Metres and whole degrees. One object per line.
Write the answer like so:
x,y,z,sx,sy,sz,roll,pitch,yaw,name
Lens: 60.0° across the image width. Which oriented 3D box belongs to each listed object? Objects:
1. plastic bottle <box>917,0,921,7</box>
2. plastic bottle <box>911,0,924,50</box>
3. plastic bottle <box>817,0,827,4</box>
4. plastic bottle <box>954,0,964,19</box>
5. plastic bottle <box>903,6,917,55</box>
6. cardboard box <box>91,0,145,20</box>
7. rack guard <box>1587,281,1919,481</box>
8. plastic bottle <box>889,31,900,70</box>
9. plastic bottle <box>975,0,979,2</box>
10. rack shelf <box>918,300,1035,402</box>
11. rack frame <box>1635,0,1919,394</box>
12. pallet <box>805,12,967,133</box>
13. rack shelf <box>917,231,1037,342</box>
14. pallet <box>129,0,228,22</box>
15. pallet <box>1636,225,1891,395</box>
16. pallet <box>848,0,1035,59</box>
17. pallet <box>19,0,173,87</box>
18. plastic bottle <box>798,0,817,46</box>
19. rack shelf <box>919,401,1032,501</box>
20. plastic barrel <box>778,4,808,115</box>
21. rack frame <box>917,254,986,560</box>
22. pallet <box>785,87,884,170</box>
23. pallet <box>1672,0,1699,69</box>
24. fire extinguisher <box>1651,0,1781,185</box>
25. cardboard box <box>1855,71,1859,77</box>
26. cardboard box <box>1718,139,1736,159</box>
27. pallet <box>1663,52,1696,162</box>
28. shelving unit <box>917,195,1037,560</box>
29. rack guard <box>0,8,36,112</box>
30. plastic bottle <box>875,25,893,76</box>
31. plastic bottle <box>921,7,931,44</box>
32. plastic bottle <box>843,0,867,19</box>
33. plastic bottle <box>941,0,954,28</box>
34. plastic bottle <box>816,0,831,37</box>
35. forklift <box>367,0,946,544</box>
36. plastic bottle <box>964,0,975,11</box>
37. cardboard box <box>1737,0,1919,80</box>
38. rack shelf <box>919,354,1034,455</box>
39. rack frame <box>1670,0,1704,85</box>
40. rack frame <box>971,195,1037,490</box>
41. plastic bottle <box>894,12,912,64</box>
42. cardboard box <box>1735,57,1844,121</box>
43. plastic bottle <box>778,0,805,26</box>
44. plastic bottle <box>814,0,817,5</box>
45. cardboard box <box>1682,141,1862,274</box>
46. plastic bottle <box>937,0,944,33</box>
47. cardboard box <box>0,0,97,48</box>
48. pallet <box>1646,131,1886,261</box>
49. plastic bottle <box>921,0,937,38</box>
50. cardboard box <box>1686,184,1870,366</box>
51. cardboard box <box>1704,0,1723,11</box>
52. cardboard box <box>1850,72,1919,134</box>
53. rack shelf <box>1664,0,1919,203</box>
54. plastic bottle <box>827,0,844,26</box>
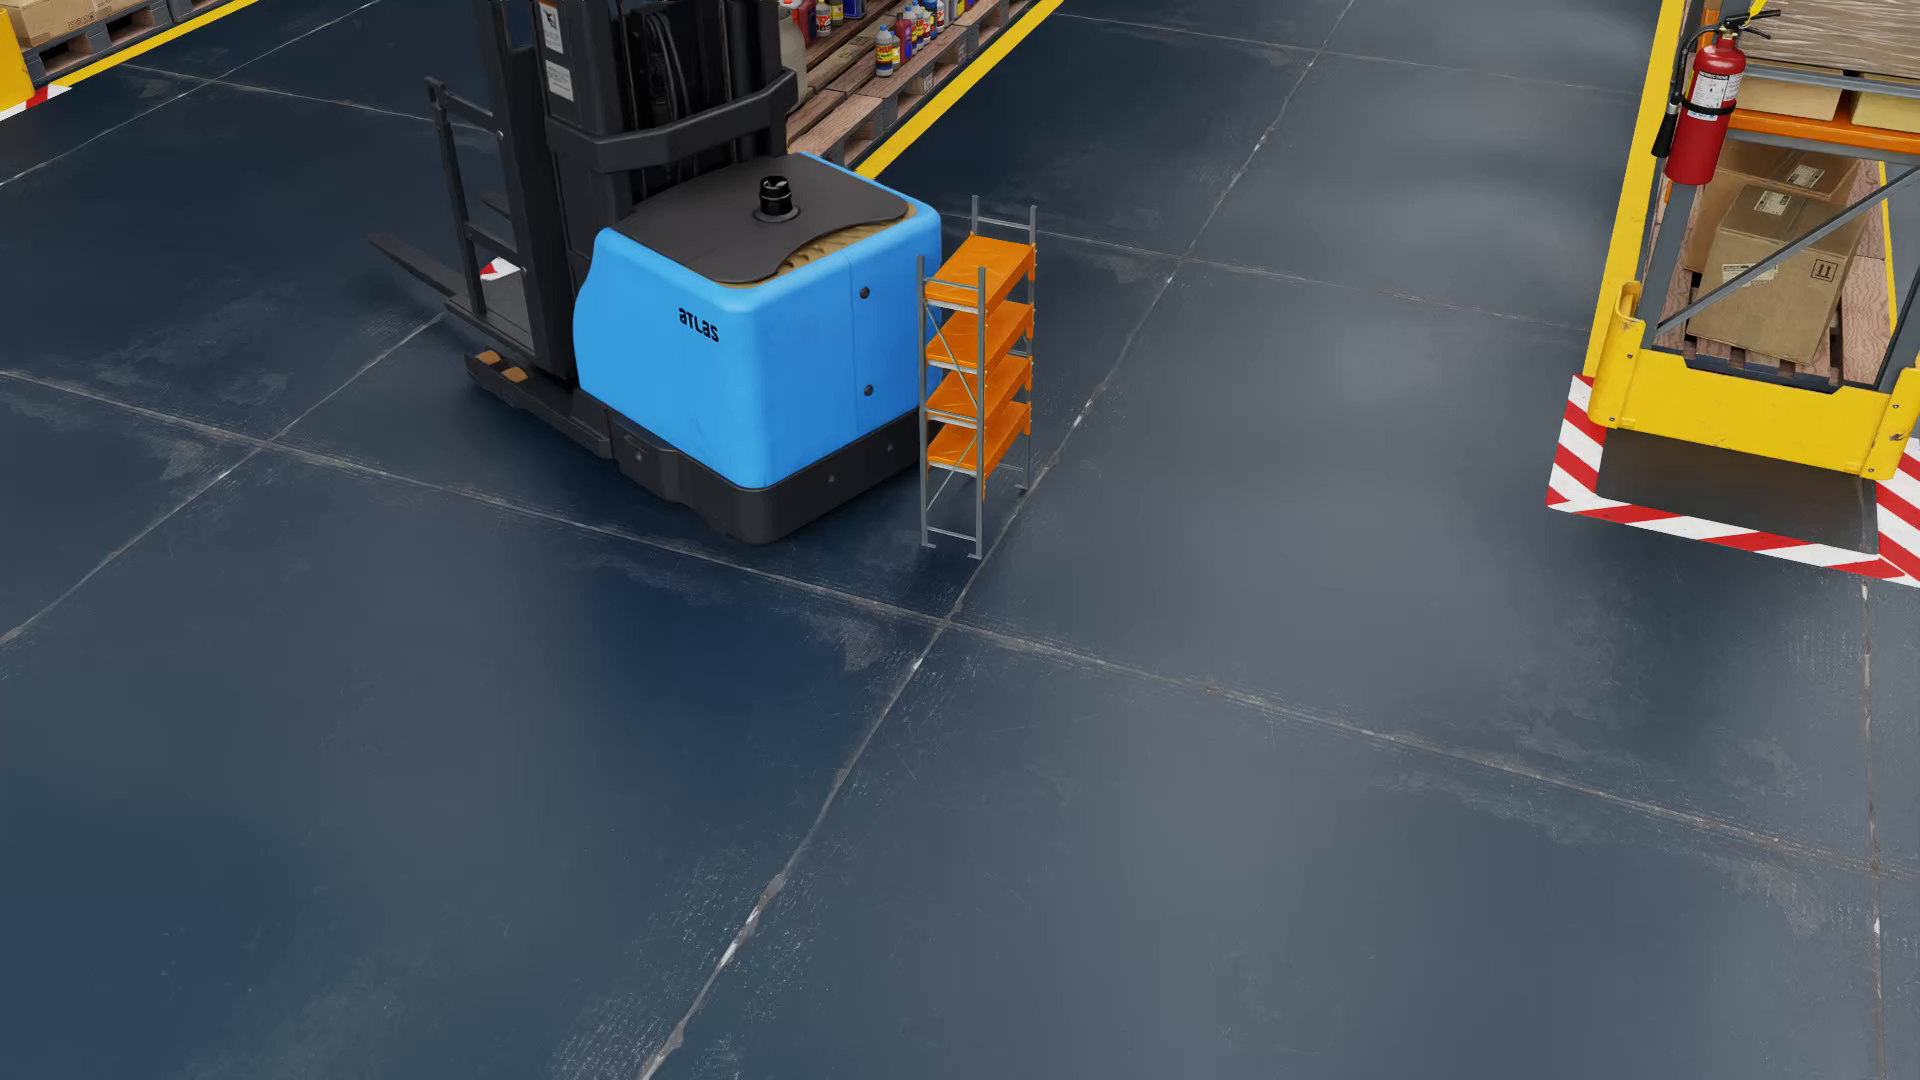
-0.223,-3.269,10.019,0.061,0.283,0.133,14,39,18,plastic bottle
-0.260,-3.000,9.669,0.097,0.271,0.097,0,37,0,plastic bottle
-0.879,-3.273,9.968,0.144,0.351,0.185,15,39,20,plastic bottle
-0.059,-3.361,10.086,0.144,0.351,0.185,14,39,17,plastic bottle
-0.298,-2.944,9.595,0.097,0.271,0.097,0,37,0,plastic bottle
-5.389,-3.460,10.319,0.500,0.250,0.500,14,39,18,cardboard box
3.203,-0.651,6.703,1.175,0.500,0.348,14,39,18,rack guard
-0.389,-2.784,9.439,0.097,0.201,0.097,0,37,0,plastic bottle
0.064,-3.540,10.325,0.144,0.351,0.185,12,38,15,plastic bottle
0.063,-0.698,5.920,0.258,0.148,0.480,14,39,18,rack shelf
3.174,-1.610,5.899,1.000,3.000,0.127,14,39,18,rack frame
-0.641,-2.796,9.814,1.003,0.211,1.213,14,39,18,pallet
0.063,-0.887,5.778,0.258,0.148,0.480,14,39,18,rack shelf
-5.268,-3.858,11.235,1.003,0.211,1.213,14,39,18,pallet
3.545,-0.977,7.381,1.003,0.211,1.213,14,39,18,pallet
-0.178,-3.474,10.721,1.003,0.211,1.213,14,39,18,pallet
-5.733,-3.185,10.334,1.003,0.211,1.213,14,39,18,pallet
-0.893,-3.053,9.730,0.061,0.283,0.133,14,39,18,plastic bottle
0.063,-0.359,6.173,0.258,0.148,0.480,14,39,18,rack shelf
-1.036,-2.569,8.909,0.421,0.512,0.421,0,37,0,plastic barrel
-0.030,-0.437,5.833,0.240,1.200,0.015,14,39,18,rack frame
-1.107,-2.123,8.914,1.003,0.211,1.213,14,39,18,pallet
4.991,-3.139,10.274,1.003,0.211,1.213,14,39,18,pallet
2.704,-1.621,5.977,0.296,0.674,0.183,14,39,18,fire extinguisher
3.616,-1.747,6.292,0.380,0.149,0.250,14,39,18,cardboard box
3.879,-1.800,7.890,0.500,0.500,0.500,18,40,22,cardboard box
4.473,-2.328,9.188,1.003,0.211,1.213,14,39,18,pallet
0.063,-0.572,6.013,0.258,1.200,0.503,14,39,18,shelving unit
-5.995,-2.854,9.651,1.175,0.500,0.348,14,39,18,rack guard
-0.428,-2.755,9.341,0.097,0.271,0.097,0,37,0,plastic bottle
-0.222,-3.027,9.764,0.097,0.201,0.097,0,37,0,plastic bottle
-0.662,-3.326,10.102,0.152,0.276,0.135,14,39,18,plastic bottle
-0.124,-3.242,9.989,0.152,0.276,0.135,15,39,19,plastic bottle
-0.816,-3.102,9.865,0.097,0.201,0.097,0,37,0,plastic bottle
-1.460,-1.931,6.386,3.031,2.935,1.130,30,46,34,forklift
0.041,-3.413,10.212,0.061,0.283,0.133,16,40,21,plastic bottle
3.409,-2.068,6.179,0.875,0.500,0.500,14,39,18,cardboard box
0.063,-0.518,6.054,0.258,0.148,0.480,14,39,18,rack shelf
4.696,-3.825,8.862,1.000,3.000,0.127,14,39,18,rack frame
0.156,-0.707,6.194,0.240,1.200,0.015,14,39,18,rack frame
-0.325,-2.881,9.500,0.061,0.283,0.133,14,39,18,plastic bottle
3.092,-1.714,6.248,0.380,0.149,0.250,14,39,18,cardboard box
-0.992,-3.074,9.764,0.152,0.276,0.135,14,39,18,plastic bottle
-0.939,-3.150,9.867,0.152,0.276,0.135,13,39,16,plastic bottle
3.623,-1.458,7.432,0.500,0.500,0.500,25,43,29,cardboard box
-0.144,-3.140,9.916,0.097,0.201,0.097,0,37,0,plastic bottle
-5.576,-3.182,9.947,0.500,0.250,0.500,14,39,18,cardboard box
4.011,-1.650,8.281,1.003,0.211,1.213,14,39,18,pallet
-0.183,-3.112,9.819,0.097,0.271,0.097,0,37,0,plastic bottle
3.427,-1.119,6.979,0.500,0.500,0.500,21,42,26,cardboard box
3.488,-2.372,6.586,0.875,0.500,0.500,14,39,18,cardboard box
3.503,-1.613,6.112,0.380,0.149,0.250,14,39,18,cardboard box
3.935,-2.429,7.595,1.077,0.370,4.000,14,39,18,rack shelf
-0.751,-3.210,10.009,0.097,0.201,0.097,0,37,0,plastic bottle
